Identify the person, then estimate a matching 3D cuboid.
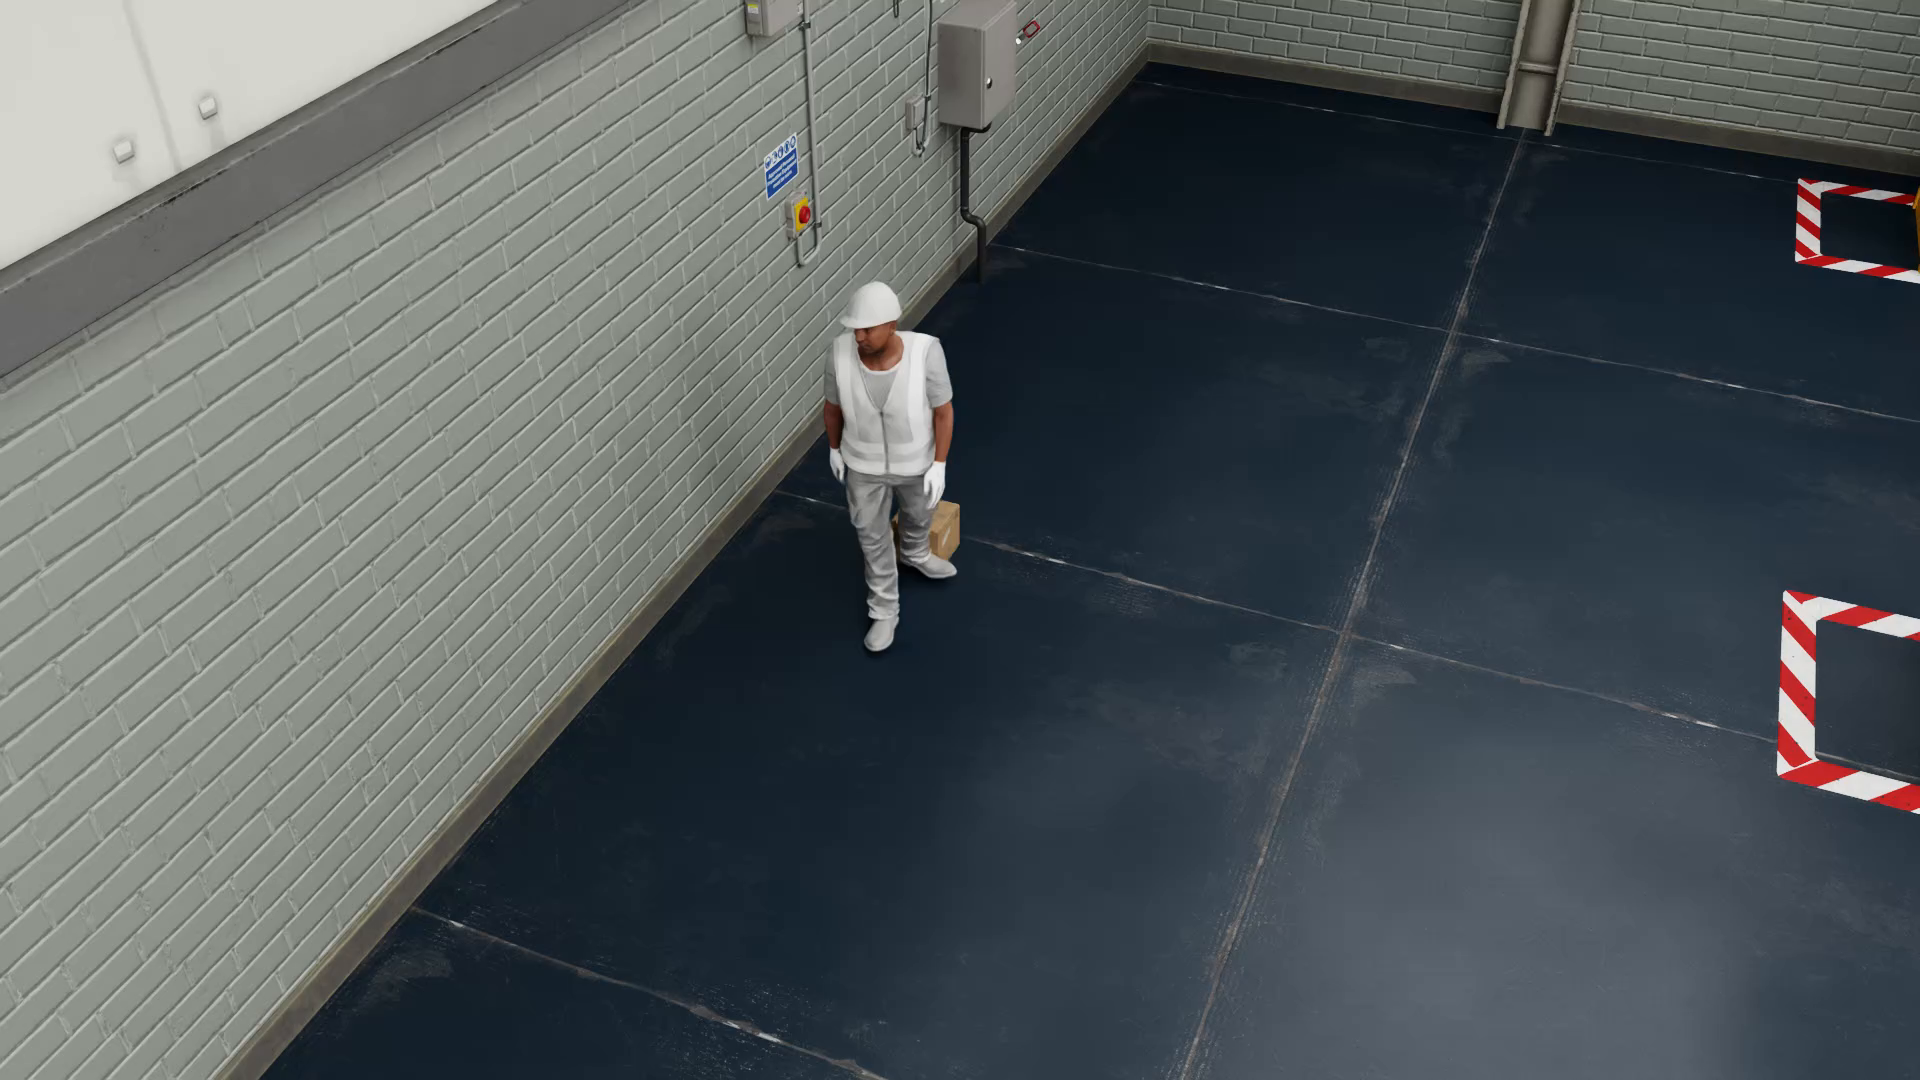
[{"bbox_3d":[-0.303,-0.383,7.311,0.571,1.784,0.701,1,37,1],"label":"person"}]
